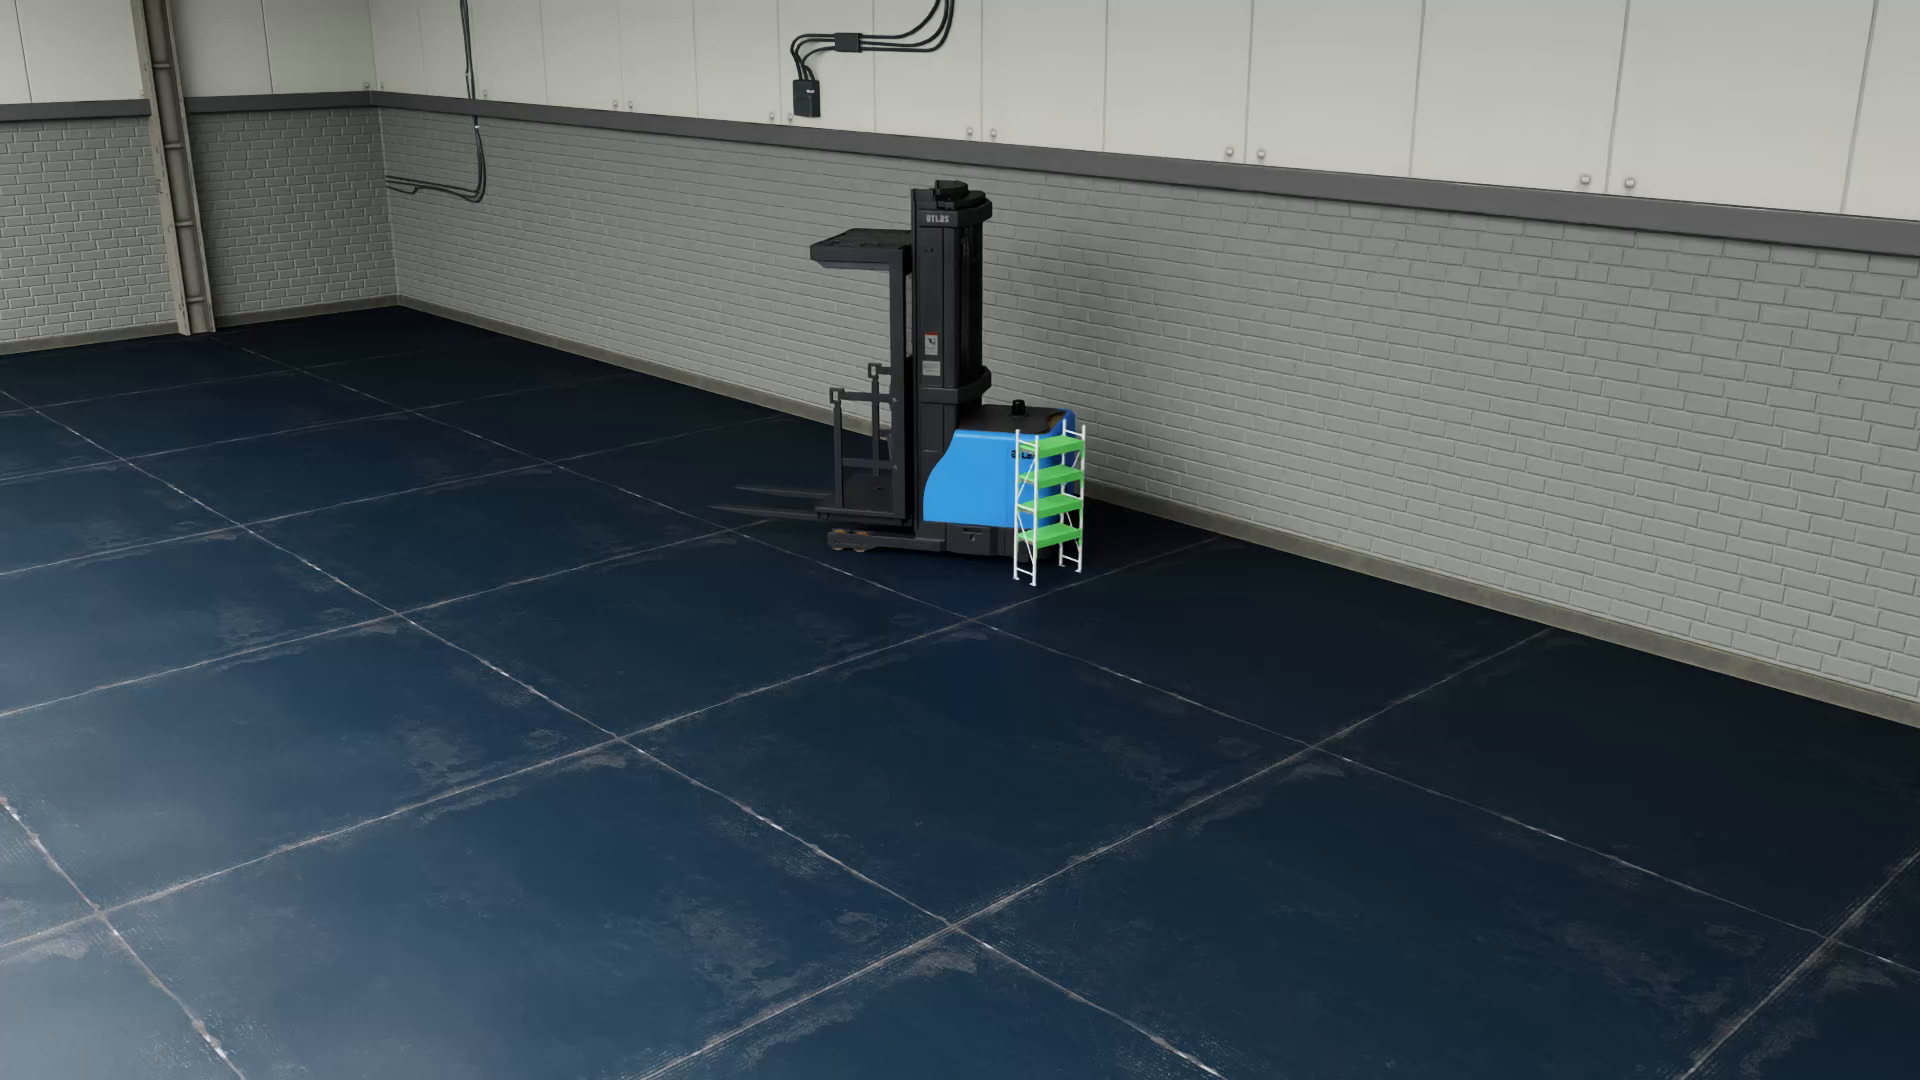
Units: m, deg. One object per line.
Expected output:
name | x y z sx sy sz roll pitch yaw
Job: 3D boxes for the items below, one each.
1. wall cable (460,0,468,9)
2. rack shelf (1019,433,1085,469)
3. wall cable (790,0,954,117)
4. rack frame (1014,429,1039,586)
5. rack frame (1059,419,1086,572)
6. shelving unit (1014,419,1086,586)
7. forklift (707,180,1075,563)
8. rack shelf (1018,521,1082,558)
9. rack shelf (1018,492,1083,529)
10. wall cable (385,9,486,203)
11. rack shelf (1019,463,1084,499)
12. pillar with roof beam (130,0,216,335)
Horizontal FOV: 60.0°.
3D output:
wall cable | -5.535 -7.776 20.225 0.112 2.526 3.097 -16 24 -41
rack shelf | 0.699 -0.688 12.809 0.480 0.148 0.258 -14 23 -37
wall cable | -0.883 -6.944 15.298 0.169 6.003 2.305 -16 24 -41
rack frame | 0.509 -0.245 12.792 0.015 1.200 0.240 -14 23 -37
rack frame | 0.884 -0.342 13.089 0.015 1.200 0.240 -14 23 -37
shelving unit | 0.697 -0.293 12.940 0.503 1.200 0.258 -14 23 -37
forklift | -0.601 -1.444 13.687 3.031 2.935 1.130 5 19 14
rack shelf | 0.695 -0.005 13.036 0.480 0.148 0.258 -14 23 -37
rack shelf | 0.696 -0.233 12.960 0.480 0.148 0.258 -14 23 -37
wall cable | -7.394 -5.980 22.873 0.112 2.526 3.097 -16 24 -41
rack shelf | 0.698 -0.461 12.885 0.480 0.148 0.258 -14 23 -37
pillar with roof beam | -7.485 -6.165 18.408 0.400 9.000 9.100 -16 24 -41
